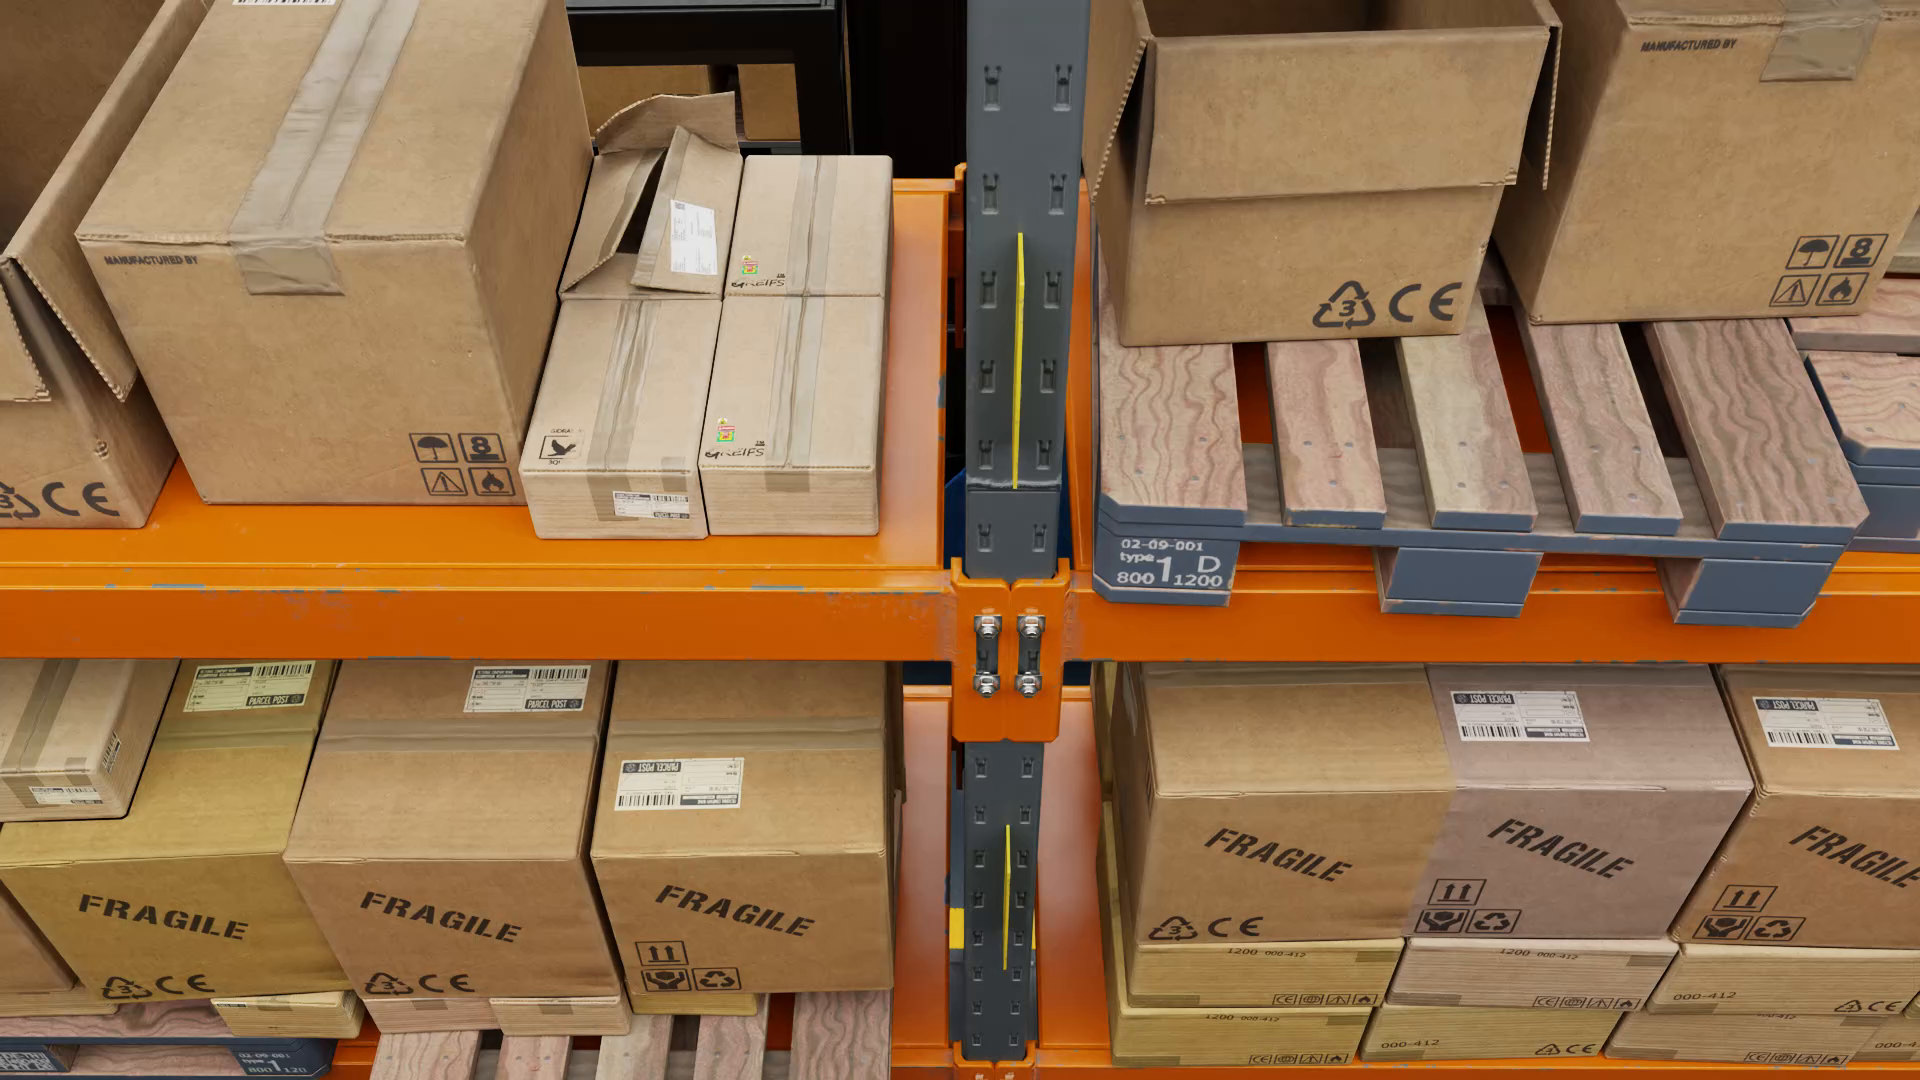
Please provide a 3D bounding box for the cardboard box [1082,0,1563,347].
[{"bbox_3d":[0.451,-0.718,2.462,0.637,0.503,0.797,-2,47,-2],"label":"cardboard box"}]

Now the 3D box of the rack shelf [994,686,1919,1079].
[{"bbox_3d":[2.073,0.842,3.908,4.000,0.370,1.077,0,47,0],"label":"rack shelf"}]

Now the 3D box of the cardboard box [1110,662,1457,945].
[{"bbox_3d":[0.565,0.397,3.080,0.500,0.500,0.500,-1,47,-1],"label":"cardboard box"}]

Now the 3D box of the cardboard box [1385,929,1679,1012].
[{"bbox_3d":[1.096,0.657,3.350,0.500,0.250,0.500,1,47,1],"label":"cardboard box"}]

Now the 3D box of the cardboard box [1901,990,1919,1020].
[{"bbox_3d":[2.101,0.678,3.330,0.500,0.250,0.500,1,47,1],"label":"cardboard box"}]

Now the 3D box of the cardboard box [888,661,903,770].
[{"bbox_3d":[-0.376,0.143,3.510,0.500,0.500,0.500,-1,47,-1],"label":"cardboard box"}]

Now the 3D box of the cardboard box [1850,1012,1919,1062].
[{"bbox_3d":[2.093,0.821,3.539,0.500,0.250,0.500,0,47,0],"label":"cardboard box"}]

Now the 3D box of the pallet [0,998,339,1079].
[{"bbox_3d":[-1.907,0.682,3.697,1.213,0.211,1.003,0,47,0],"label":"pallet"}]

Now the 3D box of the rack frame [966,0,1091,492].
[{"bbox_3d":[0.073,-1.452,1.454,0.127,3.000,1.000,0,47,0],"label":"rack frame"}]

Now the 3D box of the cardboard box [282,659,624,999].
[{"bbox_3d":[-0.900,0.522,3.156,0.500,0.500,0.500,-1,47,0],"label":"cardboard box"}]

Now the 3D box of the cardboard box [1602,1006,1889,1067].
[{"bbox_3d":[1.600,0.822,3.538,0.500,0.250,0.500,2,47,1],"label":"cardboard box"}]

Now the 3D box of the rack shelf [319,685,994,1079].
[{"bbox_3d":[-1.927,0.831,3.918,4.000,0.370,1.077,0,47,0],"label":"rack shelf"}]

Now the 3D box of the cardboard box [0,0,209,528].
[{"bbox_3d":[-1.452,-0.449,2.499,0.637,0.503,0.797,0,47,0],"label":"cardboard box"}]

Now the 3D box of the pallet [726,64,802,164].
[{"bbox_3d":[-0.798,-2.139,8.097,1.213,0.211,1.003,0,47,0],"label":"pallet"}]

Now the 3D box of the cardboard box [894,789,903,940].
[{"bbox_3d":[-0.256,0.706,3.429,0.250,0.149,0.380,2,47,2],"label":"cardboard box"}]

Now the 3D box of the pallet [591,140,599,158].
[{"bbox_3d":[-2.015,-2.145,8.102,1.213,0.211,1.003,0,47,0],"label":"pallet"}]

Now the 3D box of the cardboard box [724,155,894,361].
[{"bbox_3d":[-0.241,-0.470,2.761,0.250,0.149,0.380,0,47,0],"label":"cardboard box"}]

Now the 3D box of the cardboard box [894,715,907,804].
[{"bbox_3d":[-0.251,0.397,3.716,0.250,0.149,0.380,-2,47,-2],"label":"cardboard box"}]

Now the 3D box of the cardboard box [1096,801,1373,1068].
[{"bbox_3d":[0.561,0.828,3.532,0.500,0.250,0.500,-1,47,-1],"label":"cardboard box"}]

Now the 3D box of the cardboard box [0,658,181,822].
[{"bbox_3d":[-1.564,0.294,2.925,0.250,0.149,0.380,-2,47,-2],"label":"cardboard box"}]

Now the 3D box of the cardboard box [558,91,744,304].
[{"bbox_3d":[-0.497,-0.511,2.719,0.258,0.266,0.396,0,47,0],"label":"cardboard box"}]

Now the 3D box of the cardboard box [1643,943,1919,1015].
[{"bbox_3d":[1.594,0.667,3.341,0.500,0.250,0.500,0,47,0],"label":"cardboard box"}]

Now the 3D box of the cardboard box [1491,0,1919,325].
[{"bbox_3d":[1.064,-0.744,2.489,0.500,0.500,0.700,-2,47,-2],"label":"cardboard box"}]

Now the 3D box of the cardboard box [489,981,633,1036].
[{"bbox_3d":[-0.776,0.790,3.350,0.250,0.149,0.380,0,47,0],"label":"cardboard box"}]

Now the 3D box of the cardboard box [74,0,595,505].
[{"bbox_3d":[-0.875,-0.474,2.525,0.500,0.500,0.700,0,47,0],"label":"cardboard box"}]

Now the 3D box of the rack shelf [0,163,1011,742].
[{"bbox_3d":[-1.927,-0.191,2.820,4.000,0.370,1.077,0,47,0],"label":"rack shelf"}]

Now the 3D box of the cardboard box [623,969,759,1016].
[{"bbox_3d":[-0.524,0.758,3.380,0.250,0.149,0.380,1,47,1],"label":"cardboard box"}]

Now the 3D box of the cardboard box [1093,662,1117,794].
[{"bbox_3d":[0.558,0.288,3.694,0.500,0.250,0.500,0,47,0],"label":"cardboard box"}]

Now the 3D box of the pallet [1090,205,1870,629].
[{"bbox_3d":[0.717,-0.403,2.656,1.003,0.211,1.213,2,47,2],"label":"pallet"}]

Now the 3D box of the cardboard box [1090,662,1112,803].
[{"bbox_3d":[0.580,0.454,3.881,0.500,0.250,0.500,-1,47,-1],"label":"cardboard box"}]

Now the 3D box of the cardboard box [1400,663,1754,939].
[{"bbox_3d":[1.061,0.392,3.085,0.500,0.500,0.500,0,47,0],"label":"cardboard box"}]

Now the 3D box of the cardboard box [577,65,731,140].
[{"bbox_3d":[-1.492,-2.476,7.755,0.750,0.750,1.050,1,47,1],"label":"cardboard box"}]

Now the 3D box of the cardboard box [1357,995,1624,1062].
[{"bbox_3d":[1.075,0.817,3.543,0.500,0.250,0.500,-1,47,-1],"label":"cardboard box"}]

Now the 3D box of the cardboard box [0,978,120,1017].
[{"bbox_3d":[-1.805,0.759,3.379,0.250,0.149,0.380,-1,47,-1],"label":"cardboard box"}]

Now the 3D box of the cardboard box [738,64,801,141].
[{"bbox_3d":[-0.618,-2.476,7.755,0.750,0.750,1.050,0,47,0],"label":"cardboard box"}]

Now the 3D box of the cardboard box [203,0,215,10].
[{"bbox_3d":[-3.389,-2.484,7.762,0.750,0.750,1.050,0,47,0],"label":"cardboard box"}]

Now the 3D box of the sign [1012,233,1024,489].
[{"bbox_3d":[0.069,-0.209,1.993,0.005,0.325,0.100,0,47,0],"label":"sign"}]

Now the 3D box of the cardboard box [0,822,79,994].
[{"bbox_3d":[-1.950,0.519,3.159,0.500,0.500,0.500,-2,47,-1],"label":"cardboard box"}]

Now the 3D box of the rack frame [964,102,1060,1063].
[{"bbox_3d":[0.073,0.592,3.650,0.127,3.000,1.000,0,47,0],"label":"rack frame"}]

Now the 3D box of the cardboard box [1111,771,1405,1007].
[{"bbox_3d":[0.579,0.655,3.352,0.500,0.250,0.500,0,47,0],"label":"cardboard box"}]

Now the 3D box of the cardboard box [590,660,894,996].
[{"bbox_3d":[-0.383,0.515,3.163,0.500,0.500,0.500,-1,47,-1],"label":"cardboard box"}]

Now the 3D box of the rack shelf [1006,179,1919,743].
[{"bbox_3d":[2.073,-0.180,2.810,4.000,0.370,1.077,0,47,0],"label":"rack shelf"}]

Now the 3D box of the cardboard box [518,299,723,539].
[{"bbox_3d":[-0.491,-0.187,2.497,0.250,0.149,0.380,0,47,0],"label":"cardboard box"}]

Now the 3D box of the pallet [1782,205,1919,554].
[{"bbox_3d":[1.835,-0.402,2.655,1.213,0.211,1.003,2,47,2],"label":"pallet"}]

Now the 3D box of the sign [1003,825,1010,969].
[{"bbox_3d":[0.080,0.621,2.885,0.005,0.325,0.100,0,47,0],"label":"sign"}]

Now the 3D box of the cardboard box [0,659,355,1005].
[{"bbox_3d":[-1.404,0.522,3.157,0.500,0.500,0.500,-3,47,-3],"label":"cardboard box"}]

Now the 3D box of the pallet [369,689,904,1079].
[{"bbox_3d":[-0.640,0.733,3.649,1.003,0.211,1.213,0,47,0],"label":"pallet"}]

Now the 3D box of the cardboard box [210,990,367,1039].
[{"bbox_3d":[-1.303,0.793,3.348,0.250,0.149,0.380,1,47,1],"label":"cardboard box"}]

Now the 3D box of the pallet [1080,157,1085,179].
[{"bbox_3d":[0.772,-2.079,8.041,1.213,0.211,1.003,0,47,0],"label":"pallet"}]

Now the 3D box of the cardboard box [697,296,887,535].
[{"bbox_3d":[-0.243,-0.192,2.502,0.250,0.149,0.380,0,47,0],"label":"cardboard box"}]

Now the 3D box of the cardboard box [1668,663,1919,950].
[{"bbox_3d":[1.579,0.404,3.073,0.500,0.500,0.500,1,47,1],"label":"cardboard box"}]

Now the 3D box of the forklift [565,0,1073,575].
[{"bbox_3d":[-0.630,-0.986,5.166,3.031,2.935,1.130,-1,47,-1],"label":"forklift"}]

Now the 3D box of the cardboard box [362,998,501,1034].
[{"bbox_3d":[-1.028,0.783,3.356,0.250,0.149,0.380,-2,47,-2],"label":"cardboard box"}]
